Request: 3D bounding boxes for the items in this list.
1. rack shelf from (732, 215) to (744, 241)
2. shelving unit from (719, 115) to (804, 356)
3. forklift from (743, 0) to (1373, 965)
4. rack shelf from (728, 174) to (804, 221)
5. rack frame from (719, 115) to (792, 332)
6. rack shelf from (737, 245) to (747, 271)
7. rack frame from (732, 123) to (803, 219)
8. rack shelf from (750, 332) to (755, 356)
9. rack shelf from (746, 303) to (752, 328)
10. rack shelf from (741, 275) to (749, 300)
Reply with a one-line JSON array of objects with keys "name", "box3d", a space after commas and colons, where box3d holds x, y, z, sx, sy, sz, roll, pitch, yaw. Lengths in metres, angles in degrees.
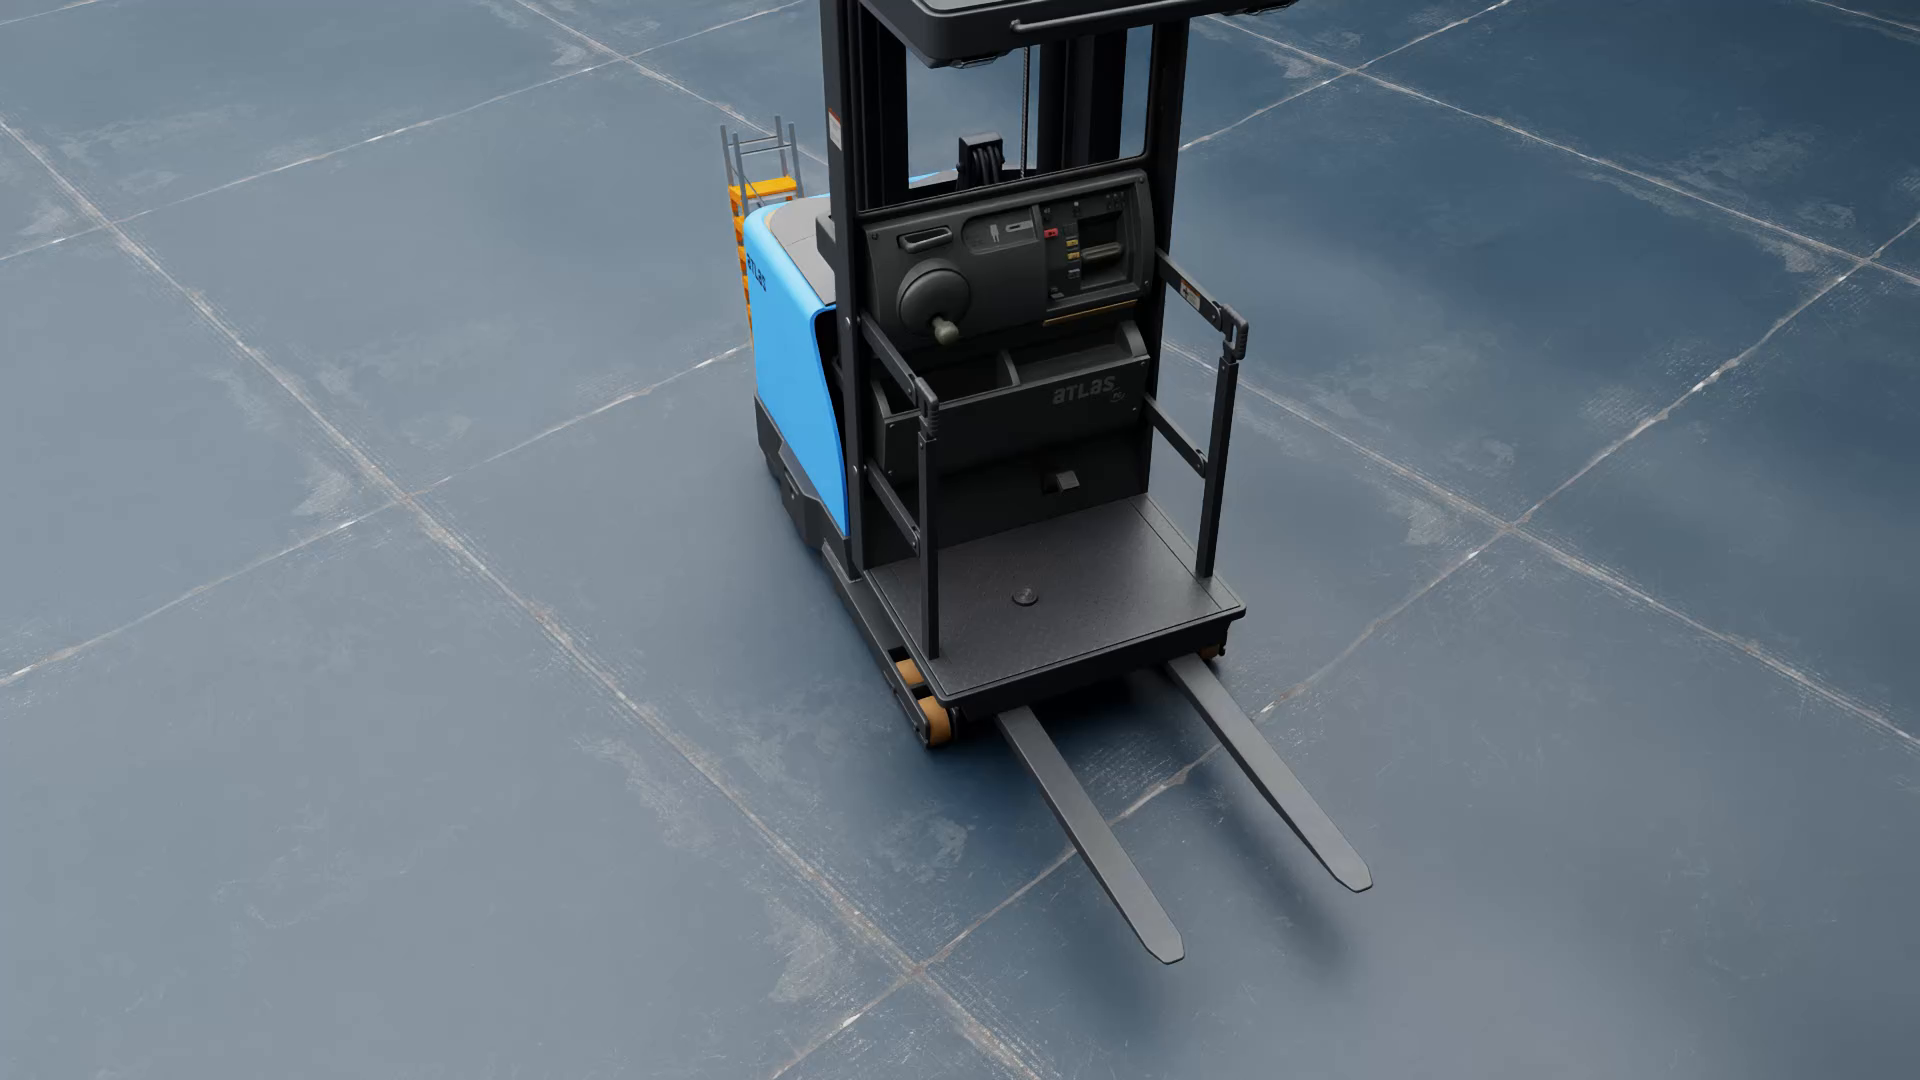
[{"name": "rack shelf", "box3d": [-0.737, -1.219, 6.491, 0.258, 0.103, 0.180, -15, 27, -17]}, {"name": "shelving unit", "box3d": [-0.719, -1.044, 6.578, 0.258, 1.200, 0.189, -15, 27, -17]}, {"name": "forklift", "box3d": [0.253, -0.778, 4.881, 1.130, 2.935, 3.031, -15, 41, -18]}, {"name": "rack shelf", "box3d": [-0.748, -1.326, 6.439, 0.258, 0.103, 0.180, -15, 27, -17]}, {"name": "rack frame", "box3d": [-0.754, -1.079, 6.655, 0.240, 1.200, 0.006, -15, 27, -17]}, {"name": "rack shelf", "box3d": [-0.726, -1.112, 6.544, 0.258, 0.103, 0.180, -15, 27, -17]}, {"name": "rack frame", "box3d": [-0.685, -1.009, 6.500, 0.240, 1.200, 0.006, -15, 27, -17]}, {"name": "rack shelf", "box3d": [-0.693, -0.790, 6.703, 0.258, 0.103, 0.180, -15, 27, -17]}, {"name": "rack shelf", "box3d": [-0.704, -0.897, 6.650, 0.258, 0.103, 0.180, -15, 27, -17]}, {"name": "rack shelf", "box3d": [-0.715, -1.004, 6.597, 0.258, 0.103, 0.180, -15, 27, -17]}]
